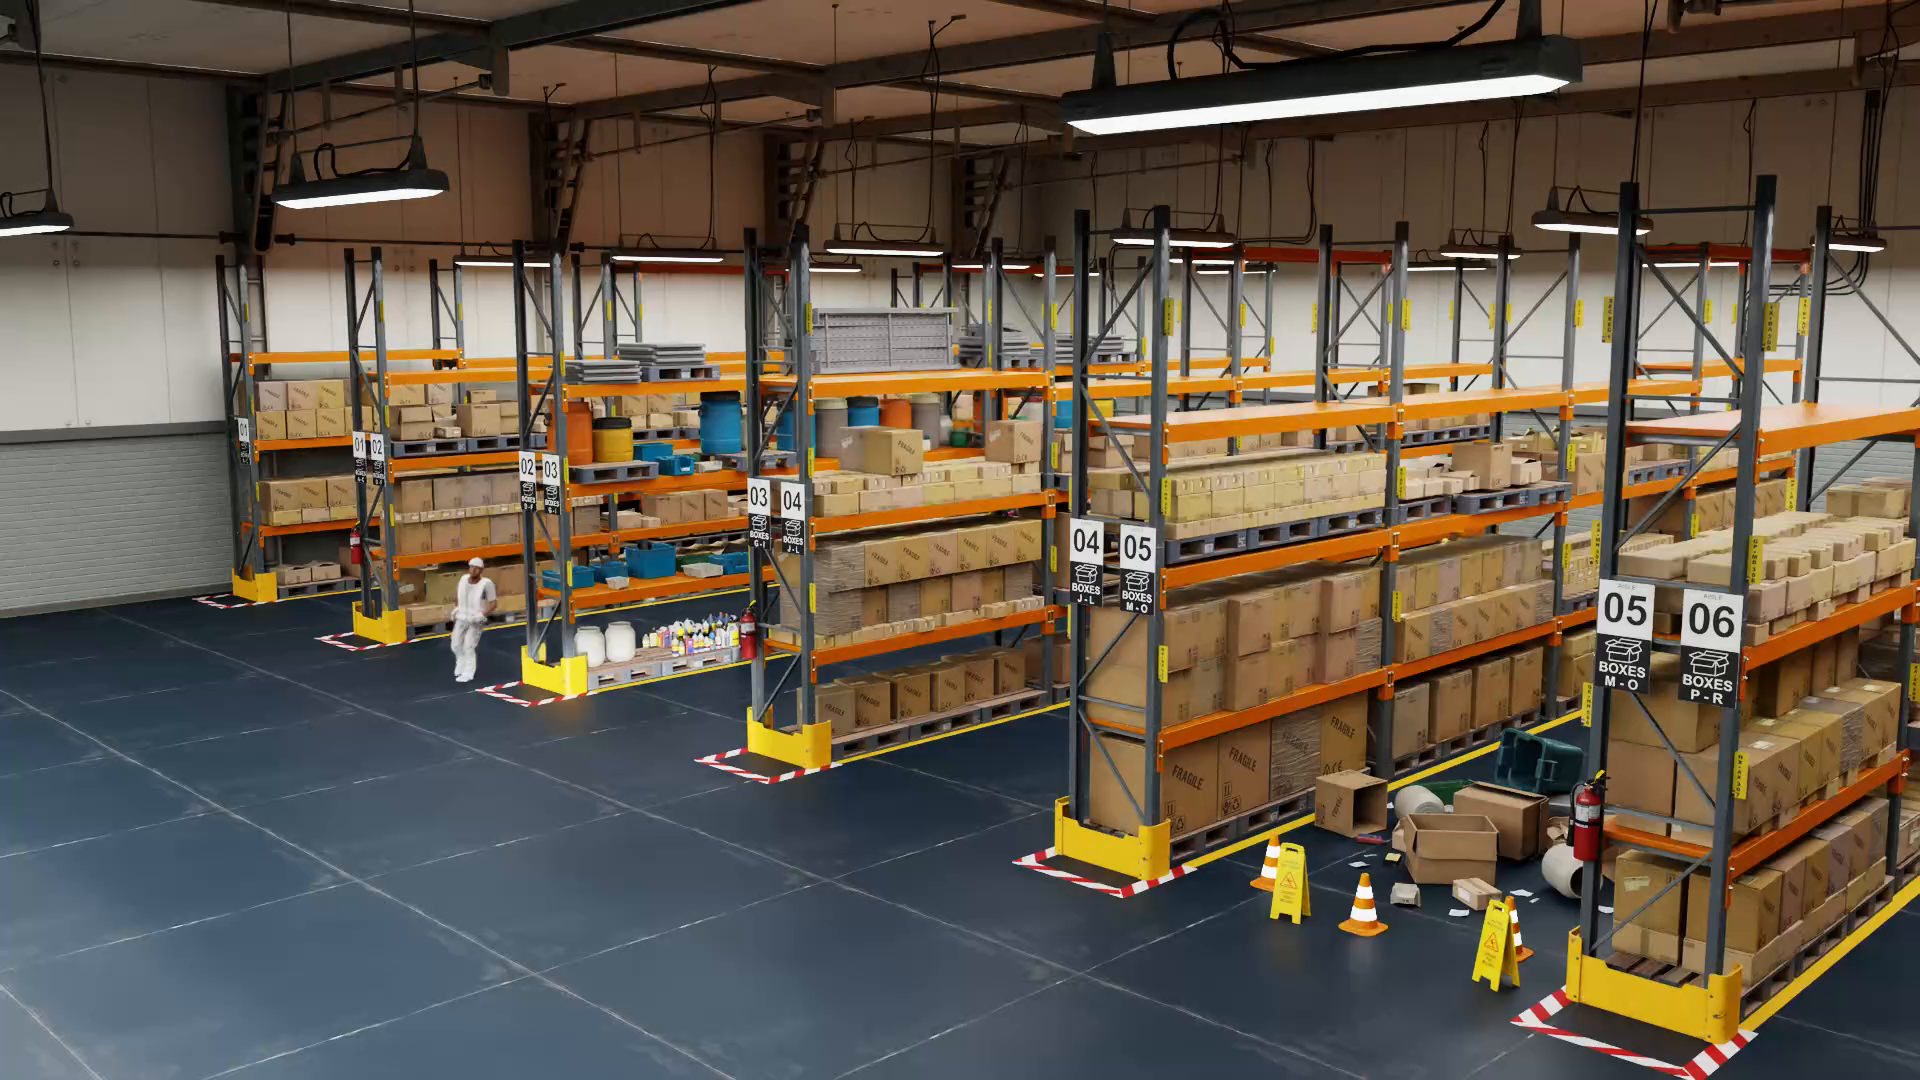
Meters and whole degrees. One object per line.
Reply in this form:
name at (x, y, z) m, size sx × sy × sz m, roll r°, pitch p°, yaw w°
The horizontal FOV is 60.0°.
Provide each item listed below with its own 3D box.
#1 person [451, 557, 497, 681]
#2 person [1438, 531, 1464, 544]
person at (-6.685, 1.091, 22.772) m, size 0.726 × 1.724 × 0.547 m, roll 1°, pitch 8°, yaw 10°
person at (7.869, 0.587, 26.314) m, size 0.906 × 1.726 × 0.679 m, roll -7°, pitch 11°, yaw -39°
